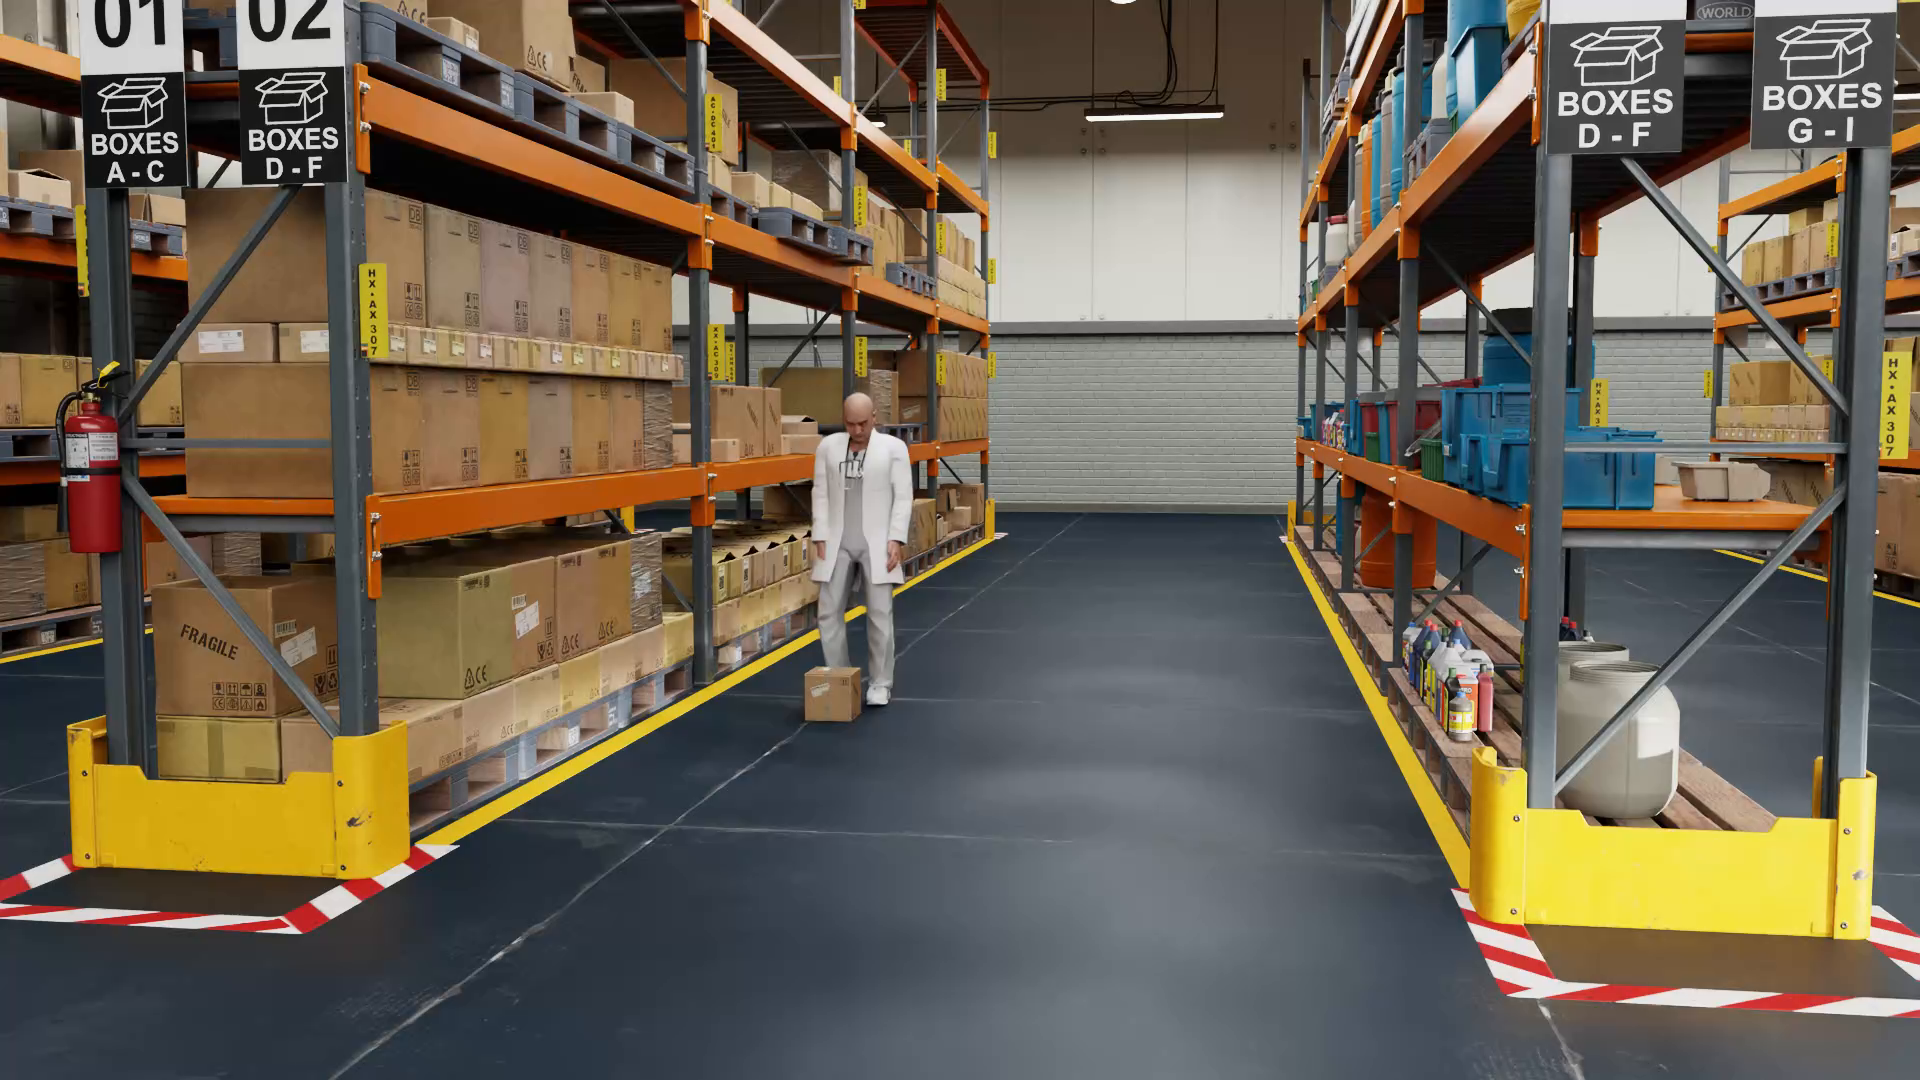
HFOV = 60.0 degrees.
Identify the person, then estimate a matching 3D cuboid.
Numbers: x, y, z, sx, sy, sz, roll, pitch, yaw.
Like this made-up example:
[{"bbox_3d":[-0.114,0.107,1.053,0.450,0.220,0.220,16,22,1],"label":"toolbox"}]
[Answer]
[{"bbox_3d":[-0.552,0.048,9.295,0.587,1.737,0.409,1,4,11],"label":"person"}]
